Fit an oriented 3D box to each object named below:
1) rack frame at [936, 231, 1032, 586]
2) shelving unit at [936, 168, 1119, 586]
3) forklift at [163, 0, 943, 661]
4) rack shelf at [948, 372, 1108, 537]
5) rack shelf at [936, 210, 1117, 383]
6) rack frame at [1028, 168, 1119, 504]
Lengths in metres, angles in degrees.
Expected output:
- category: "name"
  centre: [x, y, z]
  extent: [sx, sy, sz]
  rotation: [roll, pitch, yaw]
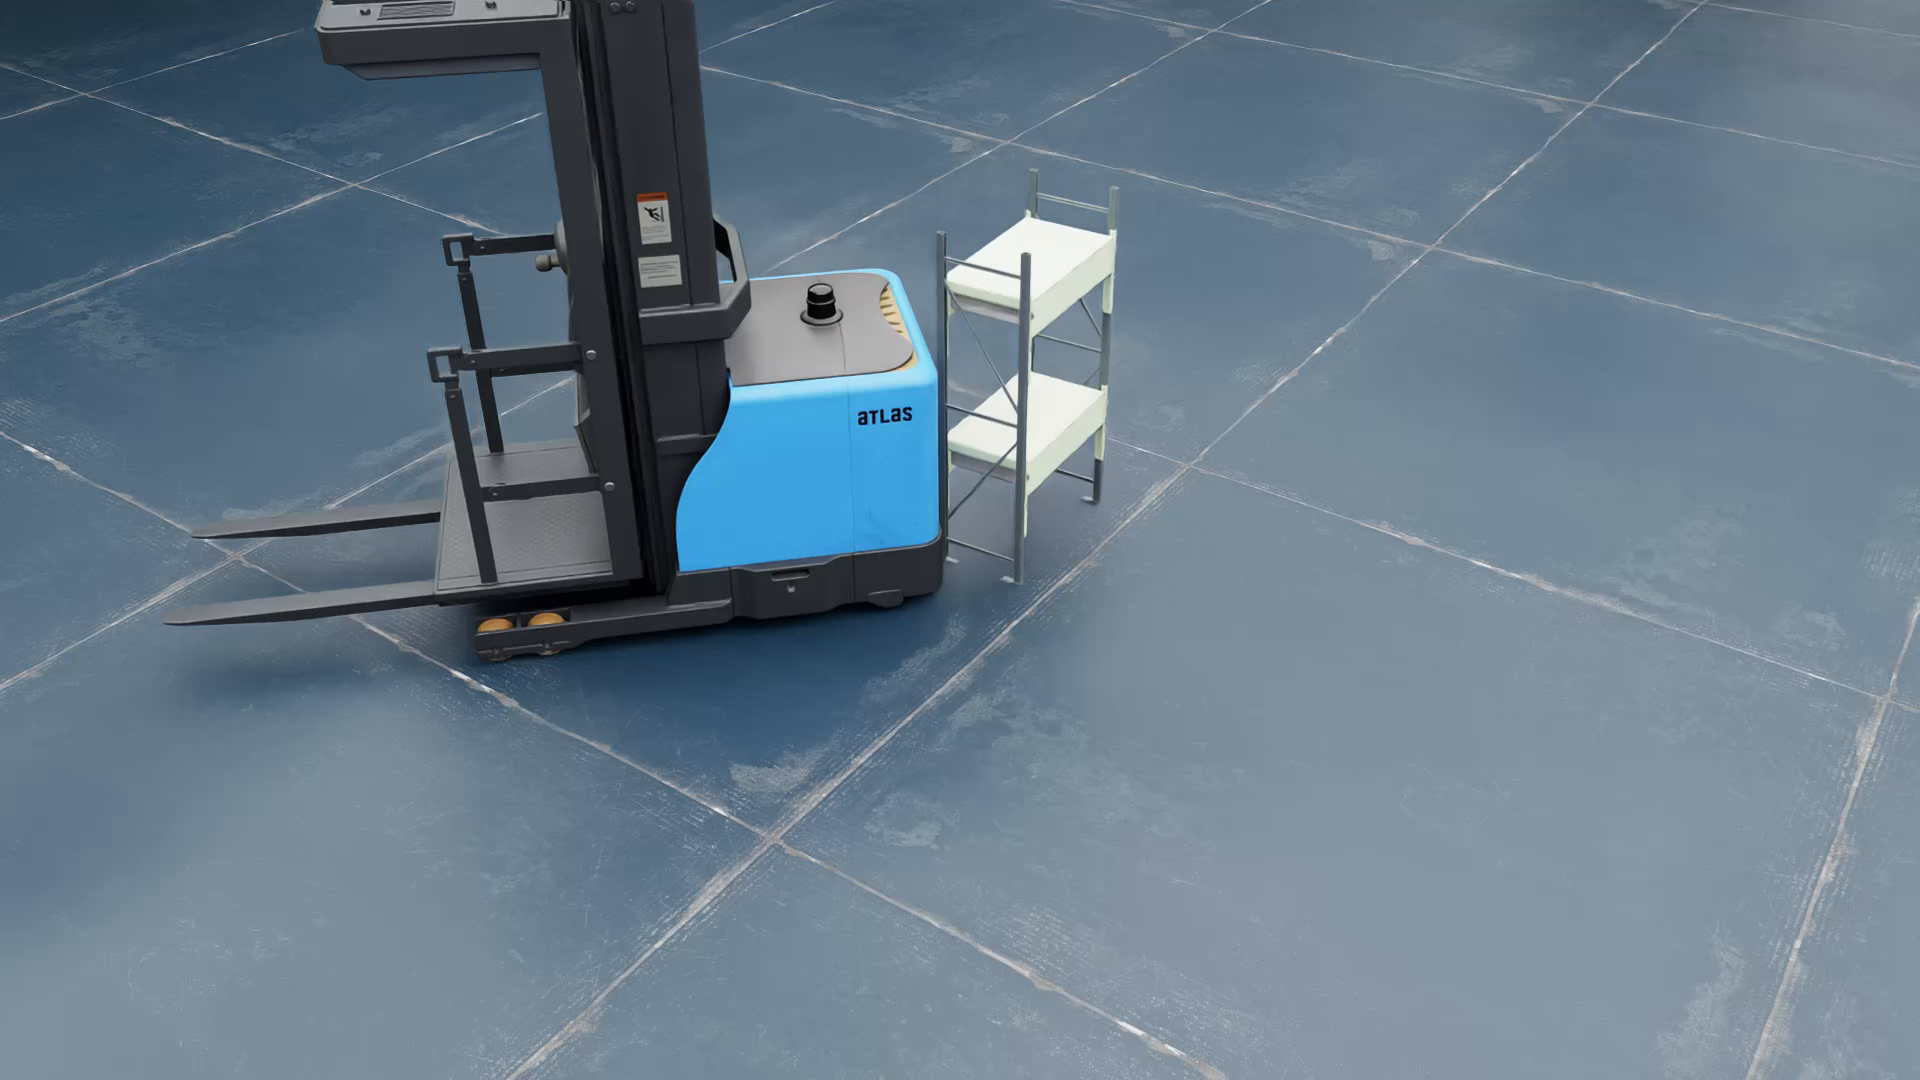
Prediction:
- category: "rack frame"
  centre: [0.087, -0.490, 6.636]
  extent: [0.400, 1.500, 0.023]
  rotation: [18, 38, 25]
- category: "shelving unit"
  centre: [0.274, -0.667, 6.897]
  extent: [0.431, 1.500, 0.755]
  rotation: [18, 38, 25]
- category: "forklift"
  centre: [-1.642, -1.062, 6.203]
  extent: [3.031, 2.935, 1.130]
  rotation: [-6, 35, -9]
- category: "rack shelf"
  centre: [0.274, -0.396, 7.079]
  extent: [0.431, 0.370, 0.720]
  rotation: [18, 38, 25]
- category: "rack shelf"
  centre: [0.274, -0.990, 6.678]
  extent: [0.431, 0.370, 0.720]
  rotation: [18, 38, 25]
- category: "rack frame"
  centre: [0.461, -0.843, 7.158]
  extent: [0.400, 1.500, 0.023]
  rotation: [18, 38, 25]
